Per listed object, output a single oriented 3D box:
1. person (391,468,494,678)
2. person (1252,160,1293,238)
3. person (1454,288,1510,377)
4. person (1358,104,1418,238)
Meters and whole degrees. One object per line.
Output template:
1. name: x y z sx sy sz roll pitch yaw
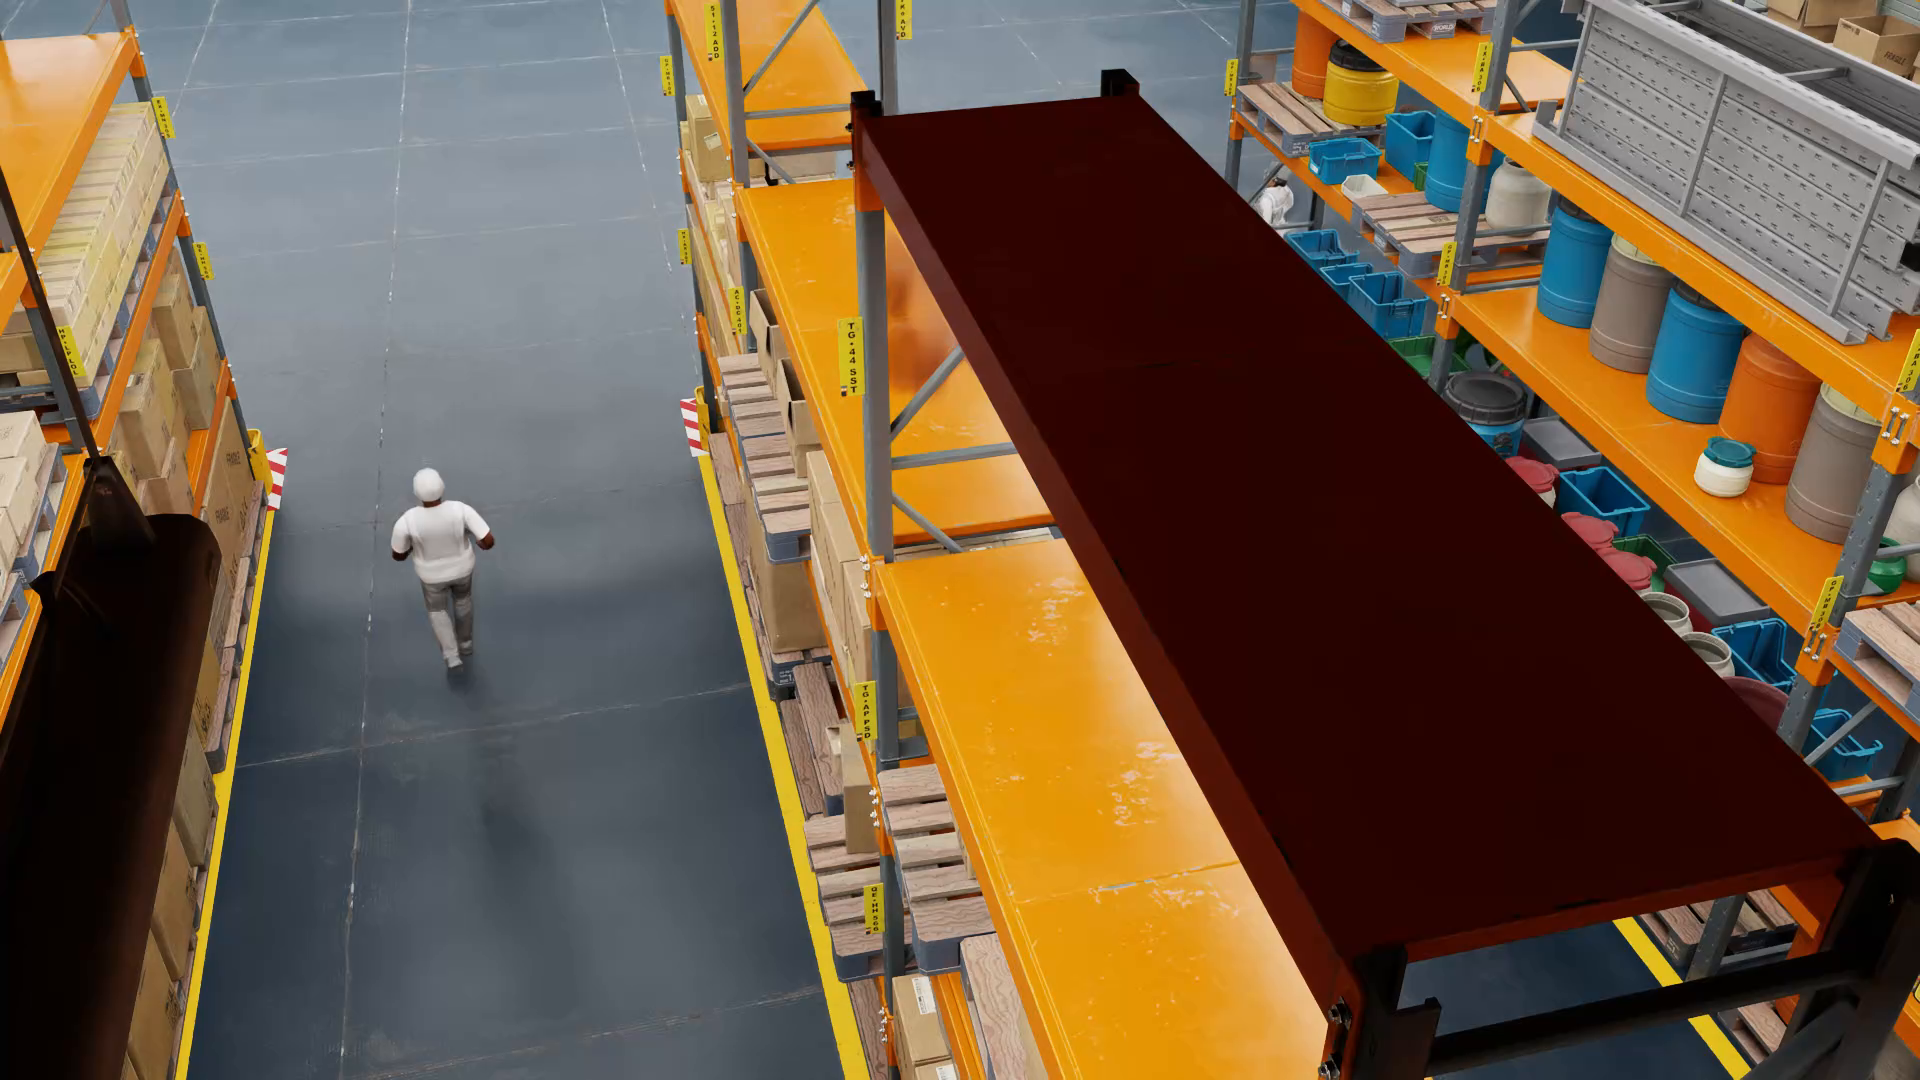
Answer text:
1. person: -3.729 0.216 12.103 0.707 1.720 0.753 -13 36 -18
2. person: 3.195 -3.148 17.255 0.455 1.653 0.679 22 40 29
3. person: 4.875 -2.030 15.431 0.656 1.808 0.927 -17 38 -23
4. person: 4.973 -4.043 18.661 0.810 1.529 0.520 8 35 12
